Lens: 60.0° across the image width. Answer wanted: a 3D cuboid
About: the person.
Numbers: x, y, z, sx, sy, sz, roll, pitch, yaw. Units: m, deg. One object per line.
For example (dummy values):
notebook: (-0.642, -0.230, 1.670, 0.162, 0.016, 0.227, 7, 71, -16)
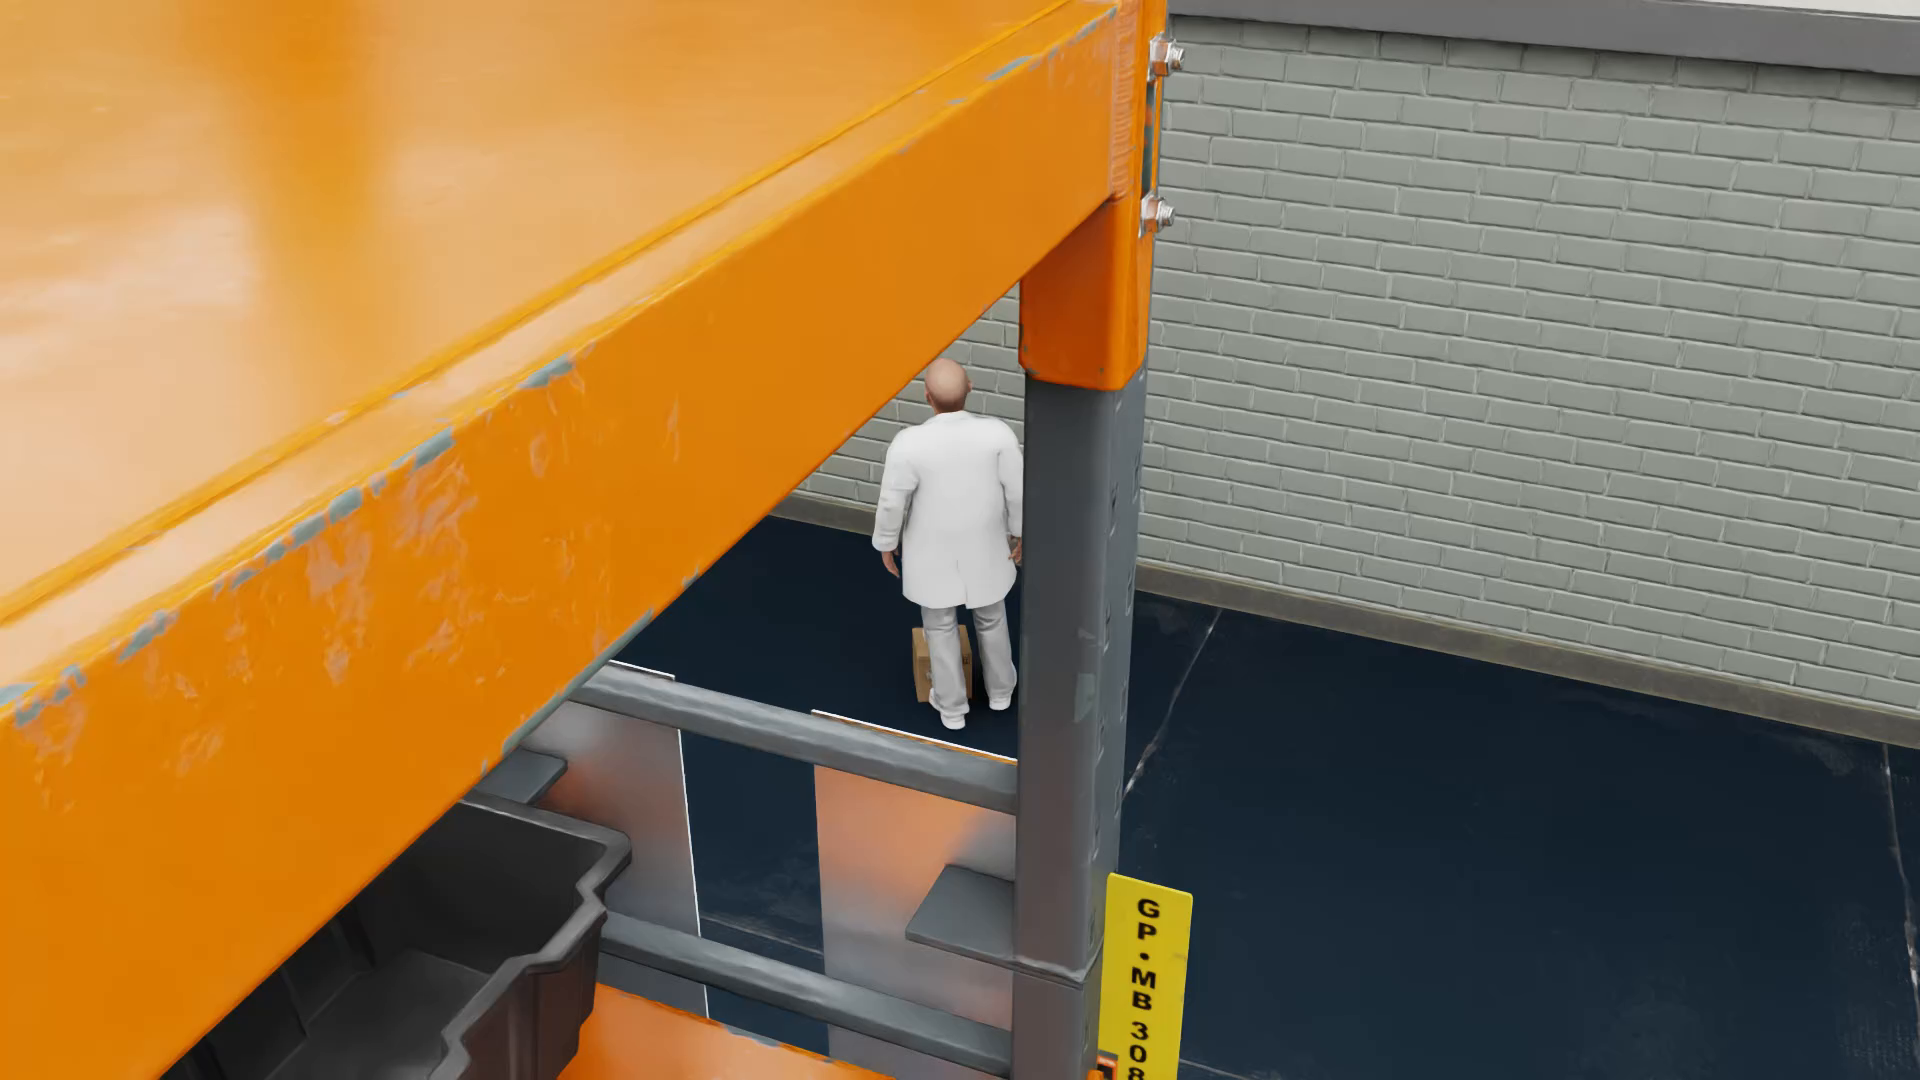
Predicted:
person: (-0.033, -0.016, 7.152, 0.698, 1.779, 0.578, -3, 29, -6)
